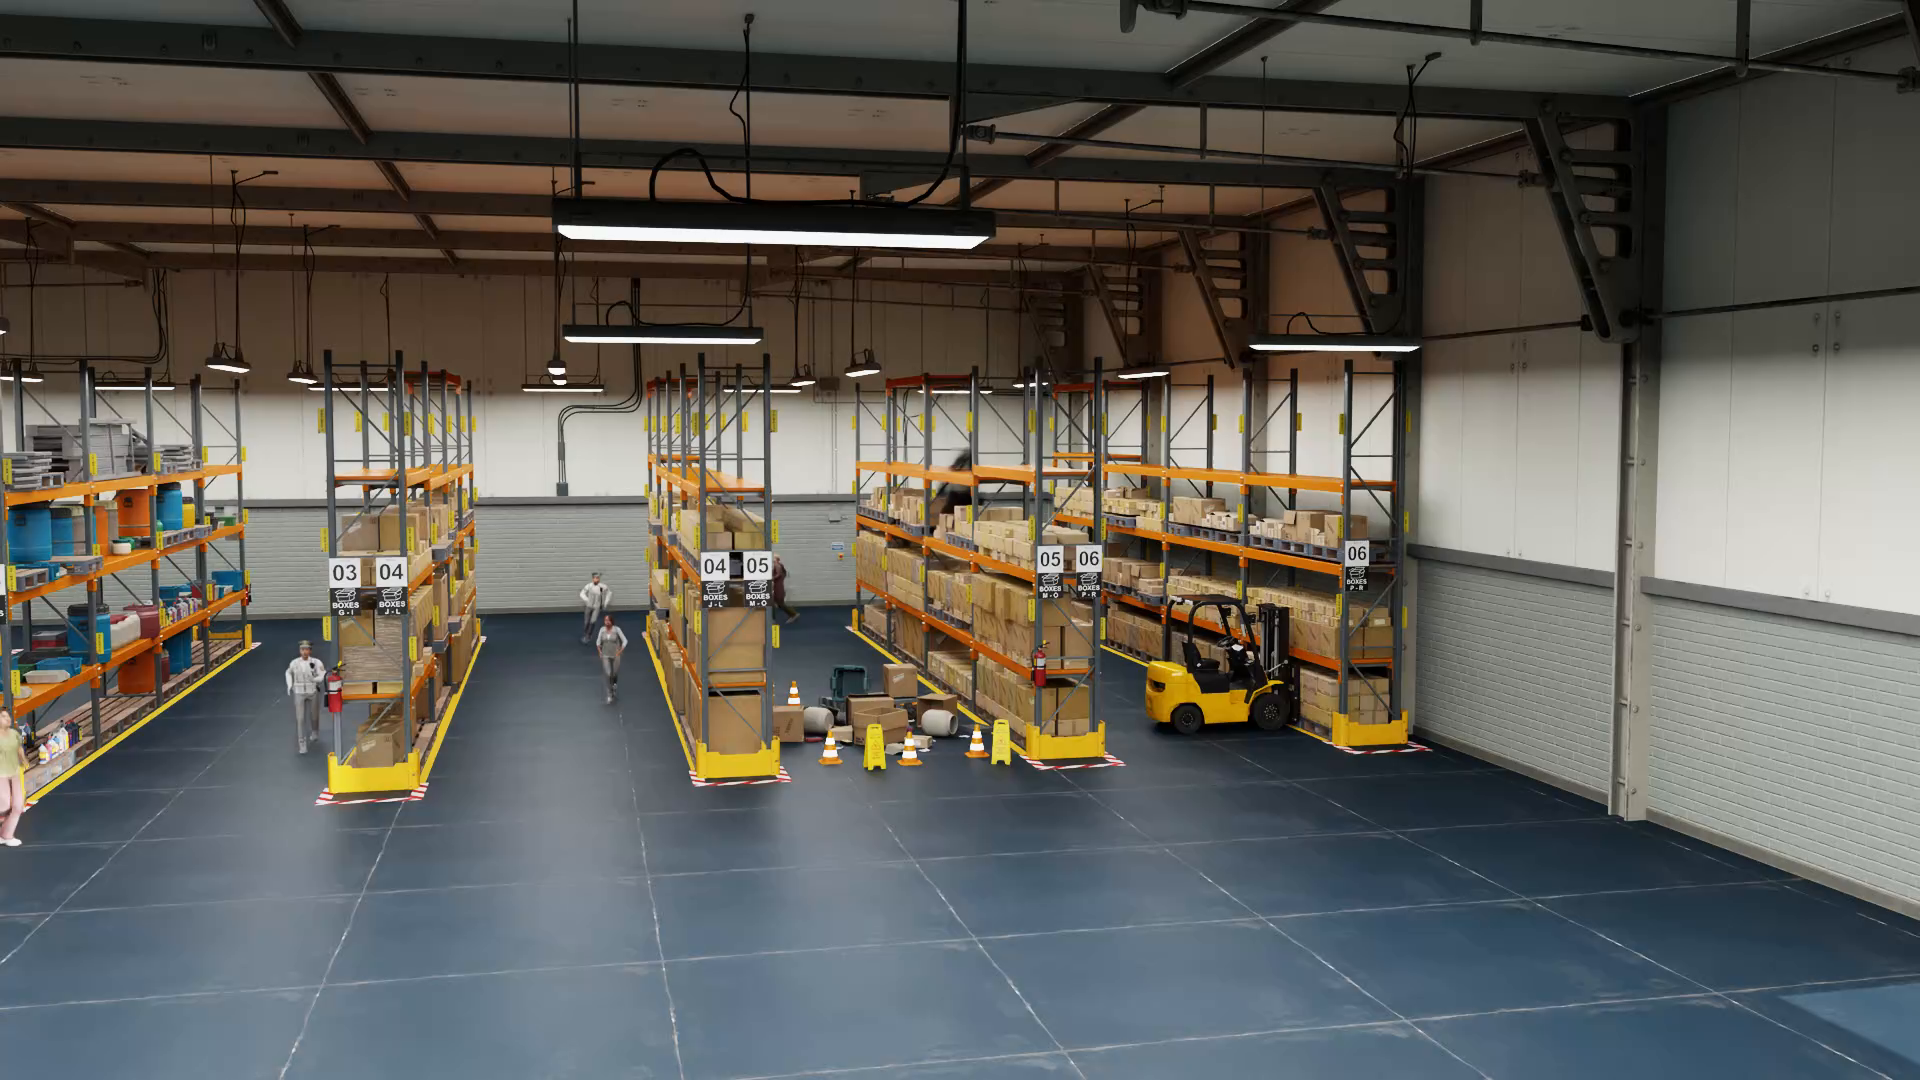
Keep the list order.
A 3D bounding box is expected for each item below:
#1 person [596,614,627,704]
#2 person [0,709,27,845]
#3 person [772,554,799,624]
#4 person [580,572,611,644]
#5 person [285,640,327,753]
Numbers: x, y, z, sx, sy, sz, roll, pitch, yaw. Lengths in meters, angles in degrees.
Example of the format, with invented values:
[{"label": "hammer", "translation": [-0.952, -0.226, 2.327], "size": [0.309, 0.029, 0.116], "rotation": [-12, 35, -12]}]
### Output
[{"label": "person", "translation": [-6.295, 2.133, 30.082], "size": [0.555, 1.602, 0.650], "rotation": [0, 4, -2]}, {"label": "person", "translation": [-11.436, 2.821, 19.835], "size": [0.588, 1.632, 0.597], "rotation": [2, 4, 26]}, {"label": "person", "translation": [-4.451, 1.245, 41.236], "size": [0.922, 1.822, 0.700], "rotation": [-1, 4, -8]}, {"label": "person", "translation": [-8.360, 1.551, 38.086], "size": [0.701, 1.653, 0.684], "rotation": [0, 4, -3]}, {"label": "person", "translation": [-10.024, 2.364, 25.503], "size": [0.614, 1.676, 0.918], "rotation": [-1, 4, -18]}]
